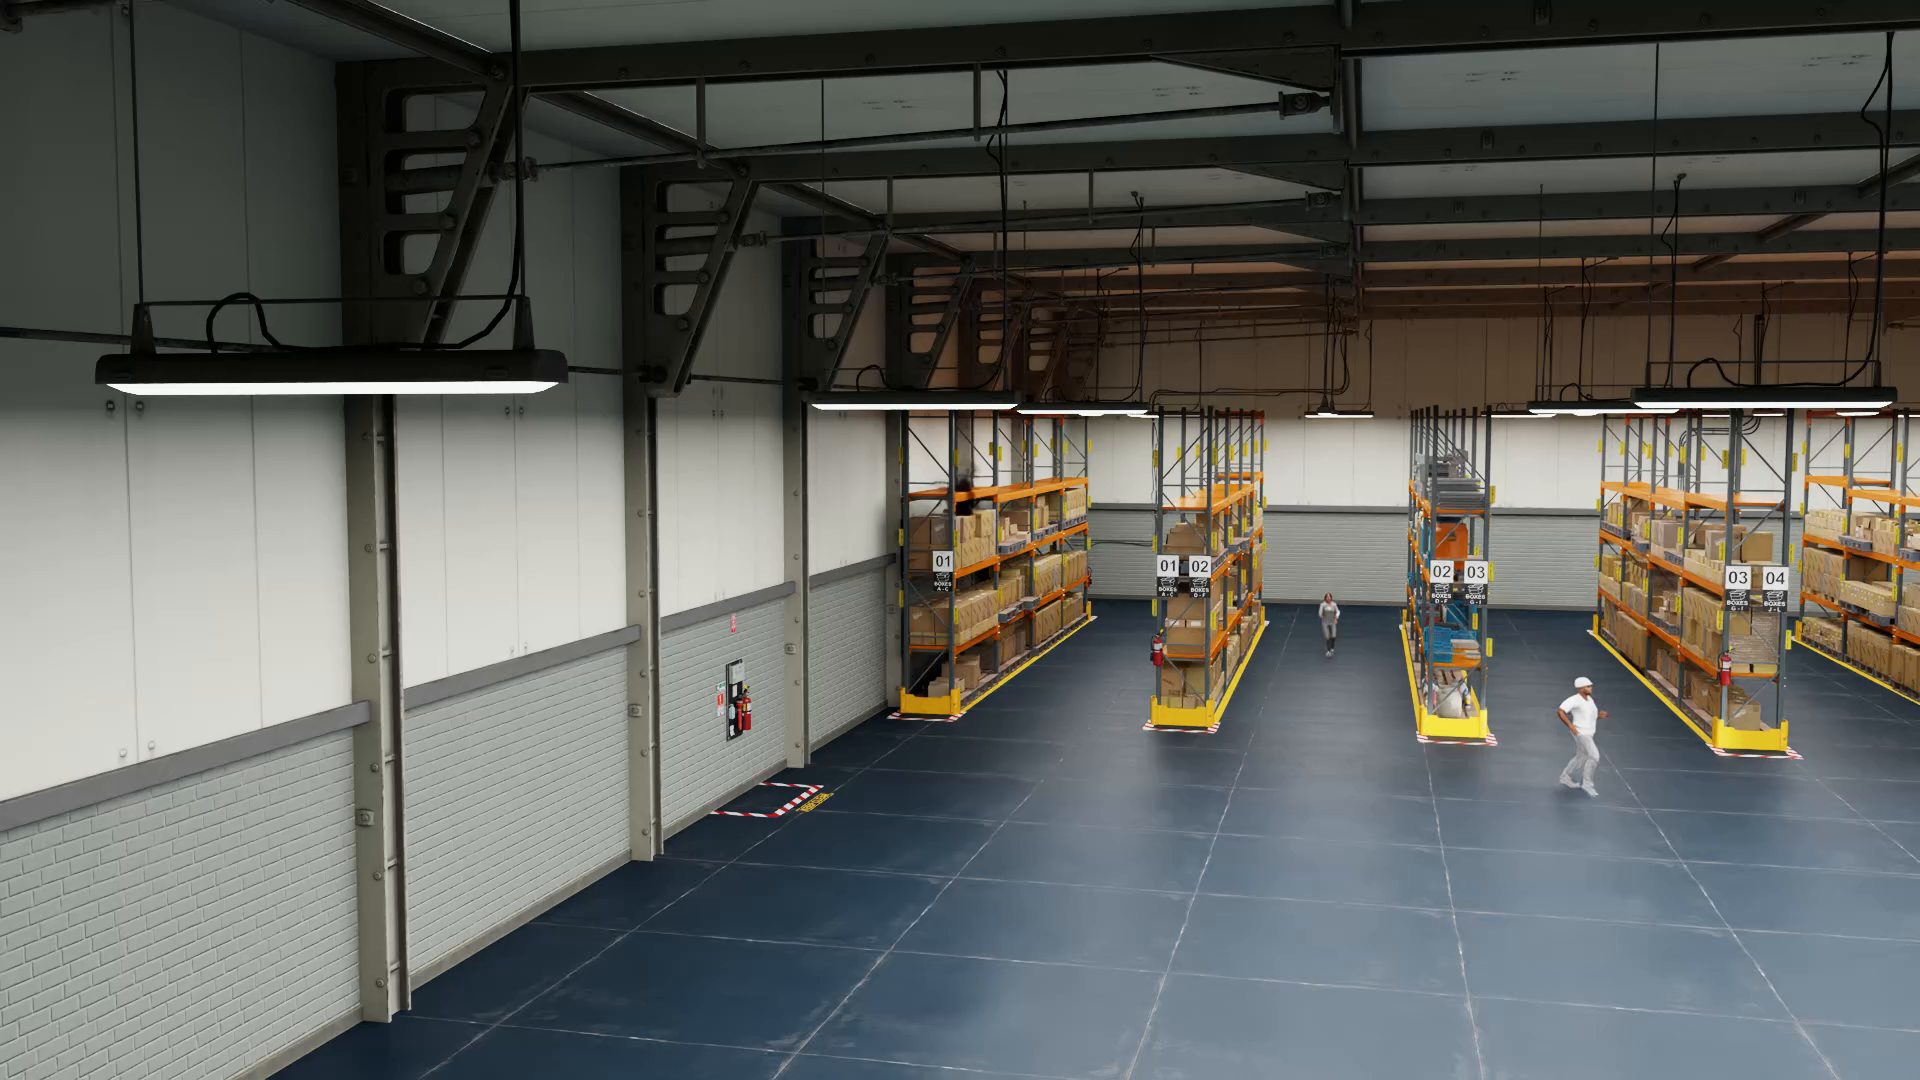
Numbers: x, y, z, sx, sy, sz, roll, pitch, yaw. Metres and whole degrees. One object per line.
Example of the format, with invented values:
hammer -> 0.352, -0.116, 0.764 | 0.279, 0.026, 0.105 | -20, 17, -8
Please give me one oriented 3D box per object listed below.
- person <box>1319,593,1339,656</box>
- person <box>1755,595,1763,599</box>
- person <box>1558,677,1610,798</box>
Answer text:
person -> 8.918, 2.050, 40.163 | 0.507, 1.558, 0.586 | 1, 4, 7
person -> 20.394, 1.790, 42.725 | 0.697, 1.813, 0.674 | 2, 5, 25
person -> 9.563, 3.011, 25.505 | 0.720, 1.823, 0.673 | 3, 5, 38
